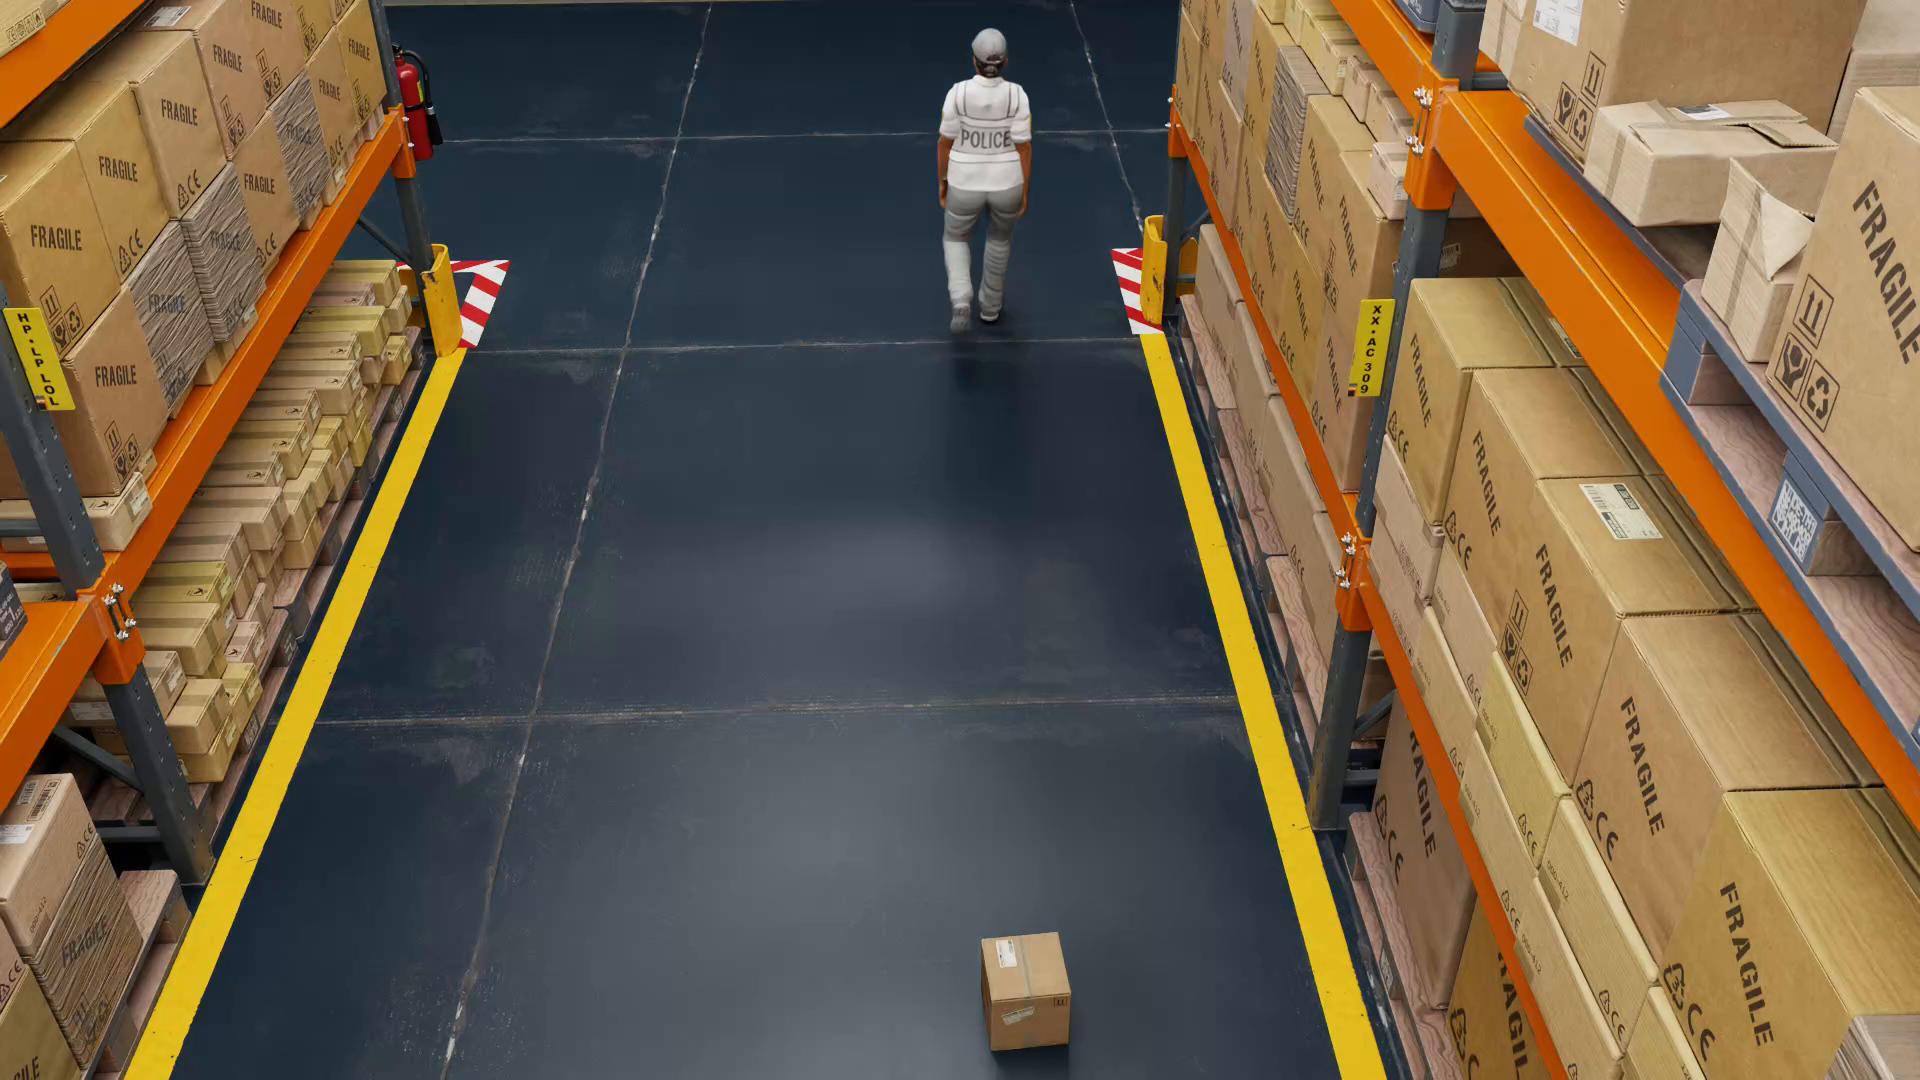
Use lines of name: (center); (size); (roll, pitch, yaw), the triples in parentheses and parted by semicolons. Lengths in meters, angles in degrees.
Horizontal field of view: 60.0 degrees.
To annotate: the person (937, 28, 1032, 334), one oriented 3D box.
person: (0.126, -1.852, 8.723); (0.488, 1.646, 0.673); (-1, 35, -1)
